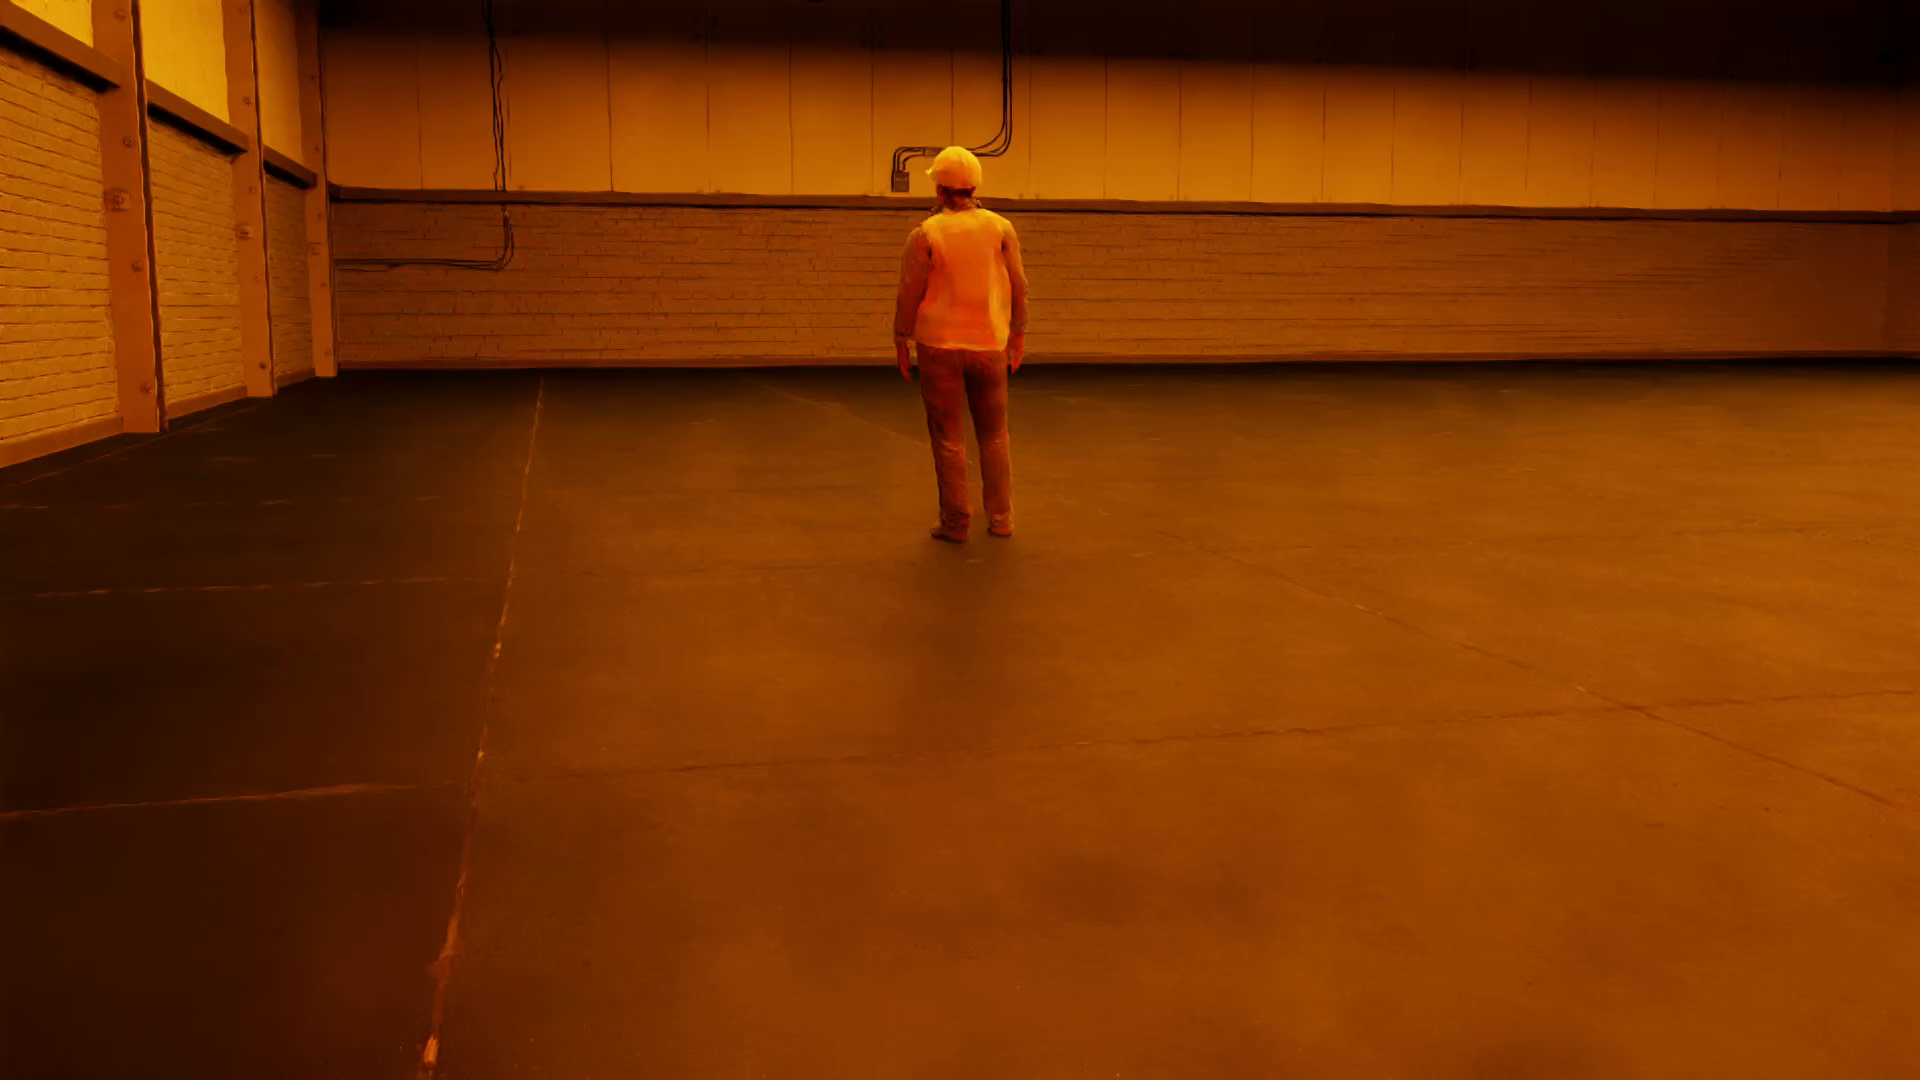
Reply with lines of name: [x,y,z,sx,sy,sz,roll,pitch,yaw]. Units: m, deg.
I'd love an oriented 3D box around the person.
person: [-0.007,-0.894,7.645,0.632,1.773,0.567,-2,8,-13]
